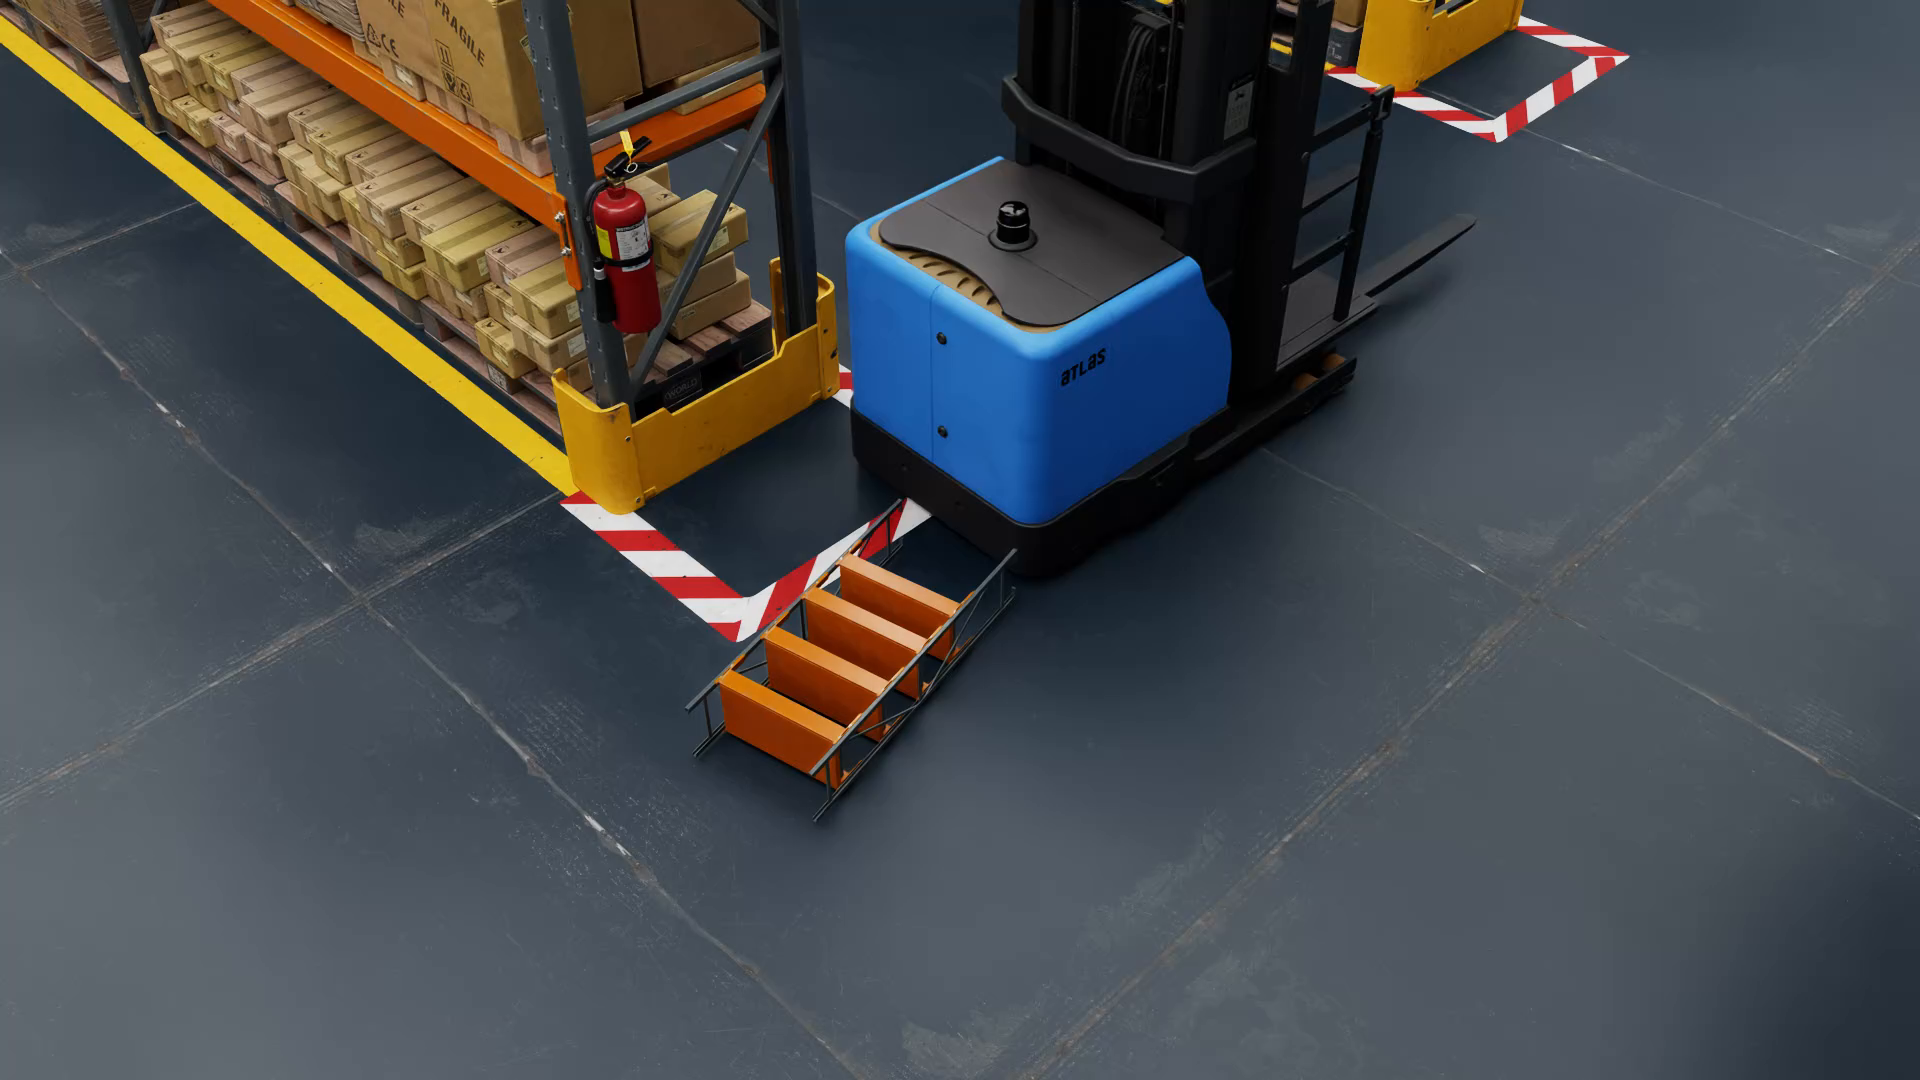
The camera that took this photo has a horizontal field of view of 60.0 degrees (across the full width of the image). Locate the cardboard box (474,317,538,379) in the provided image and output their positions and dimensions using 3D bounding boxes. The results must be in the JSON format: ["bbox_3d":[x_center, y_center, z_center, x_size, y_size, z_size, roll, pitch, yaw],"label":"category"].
[{"bbox_3d":[-1.726,-0.840,6.740,0.380,0.149,0.250,-32,52,-30],"label":"cardboard box"}]

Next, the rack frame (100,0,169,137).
[{"bbox_3d":[-3.779,-3.427,7.748,1.000,3.000,0.127,-34,53,-31],"label":"rack frame"}]

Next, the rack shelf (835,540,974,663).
[{"bbox_3d":[-0.192,0.220,5.796,0.480,0.258,0.148,24,48,24],"label":"rack shelf"}]

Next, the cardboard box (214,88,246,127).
[{"bbox_3d":[-3.309,-2.137,7.925,0.250,0.149,0.380,34,52,31],"label":"cardboard box"}]

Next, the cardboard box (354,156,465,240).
[{"bbox_3d":[-2.284,-1.432,6.943,0.380,0.149,0.250,-32,52,-30],"label":"cardboard box"}]

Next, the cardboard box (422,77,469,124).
[{"bbox_3d":[-1.721,-1.684,6.048,0.250,0.149,0.380,34,52,31],"label":"cardboard box"}]

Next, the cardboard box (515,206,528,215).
[{"bbox_3d":[-1.890,-1.587,7.329,0.250,0.149,0.380,32,51,30],"label":"cardboard box"}]

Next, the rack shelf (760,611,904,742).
[{"bbox_3d":[-0.421,0.460,5.535,0.480,0.258,0.148,24,48,24],"label":"rack shelf"}]

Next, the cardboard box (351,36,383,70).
[{"bbox_3d":[-2.083,-1.937,6.321,0.250,0.149,0.380,32,51,30],"label":"cardboard box"}]

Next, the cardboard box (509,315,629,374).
[{"bbox_3d":[-1.529,-0.838,6.519,0.250,0.149,0.380,33,52,30],"label":"cardboard box"}]

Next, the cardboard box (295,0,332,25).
[{"bbox_3d":[-2.430,-2.214,6.621,0.380,0.149,0.250,-33,52,-31],"label":"cardboard box"}]

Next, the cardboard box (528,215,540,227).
[{"bbox_3d":[-1.871,-1.472,7.424,0.380,0.149,0.250,-34,52,-31],"label":"cardboard box"}]

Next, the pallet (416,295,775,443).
[{"bbox_3d":[-1.556,-0.924,7.095,1.003,0.211,1.213,-34,53,-31],"label":"pallet"}]

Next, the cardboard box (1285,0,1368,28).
[{"bbox_3d":[2.121,-3.476,9.058,0.875,0.875,0.875,-34,53,-31],"label":"cardboard box"}]

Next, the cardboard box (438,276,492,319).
[{"bbox_3d":[-1.897,-1.087,6.788,0.250,0.149,0.380,32,52,30],"label":"cardboard box"}]

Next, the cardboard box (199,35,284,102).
[{"bbox_3d":[-3.316,-2.229,7.805,0.250,0.149,0.380,33,52,31],"label":"cardboard box"}]

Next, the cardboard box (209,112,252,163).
[{"bbox_3d":[-3.349,-1.983,7.976,0.250,0.149,0.380,34,52,31],"label":"cardboard box"}]

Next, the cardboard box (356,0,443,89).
[{"bbox_3d":[-1.813,-1.993,5.904,0.500,0.500,0.500,33,52,31],"label":"cardboard box"}]

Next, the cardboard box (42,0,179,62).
[{"bbox_3d":[-4.480,-2.898,8.708,0.500,0.500,0.500,33,52,31],"label":"cardboard box"}]

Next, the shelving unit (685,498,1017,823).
[{"bbox_3d":[-0.336,0.371,5.632,0.503,0.258,1.200,24,48,24],"label":"shelving unit"}]

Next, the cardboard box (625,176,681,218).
[{"bbox_3d":[-1.363,-1.320,6.821,0.380,0.149,0.250,-33,52,-31],"label":"cardboard box"}]

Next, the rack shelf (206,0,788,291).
[{"bbox_3d":[-2.366,-2.201,6.952,1.077,0.370,4.000,-34,53,-31],"label":"rack shelf"}]

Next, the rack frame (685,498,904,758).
[{"bbox_3d":[-0.541,0.281,5.729,0.015,0.240,1.200,24,48,24],"label":"rack frame"}]

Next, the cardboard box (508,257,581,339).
[{"bbox_3d":[-1.507,-0.963,6.435,0.380,0.149,0.250,-33,52,-31],"label":"cardboard box"}]

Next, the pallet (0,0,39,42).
[{"bbox_3d":[-5.195,-3.362,9.733,1.003,0.211,1.213,-34,53,-31],"label":"pallet"}]

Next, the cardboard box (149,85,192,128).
[{"bbox_3d":[-3.749,-2.205,8.217,0.250,0.149,0.380,32,51,30],"label":"cardboard box"}]

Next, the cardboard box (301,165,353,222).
[{"bbox_3d":[-2.654,-1.581,7.322,0.380,0.149,0.250,-34,52,-31],"label":"cardboard box"}]

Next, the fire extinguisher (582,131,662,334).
[{"bbox_3d":[-1.103,-0.997,5.451,0.296,0.674,0.183,-34,53,-31],"label":"fire extinguisher"}]

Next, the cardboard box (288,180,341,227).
[{"bbox_3d":[-2.804,-1.601,7.563,0.250,0.149,0.380,33,52,30],"label":"cardboard box"}]

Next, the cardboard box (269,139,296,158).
[{"bbox_3d":[-2.943,-1.863,7.628,0.380,0.149,0.250,-32,51,-30],"label":"cardboard box"}]

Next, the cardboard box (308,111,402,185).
[{"bbox_3d":[-2.596,-1.724,7.259,0.380,0.149,0.250,-34,52,-31],"label":"cardboard box"}]

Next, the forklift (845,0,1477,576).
[{"bbox_3d":[0.997,-1.824,6.065,3.031,2.935,1.130,-32,52,-30],"label":"forklift"}]

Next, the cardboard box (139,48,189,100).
[{"bbox_3d":[-3.749,-2.316,8.118,0.380,0.149,0.250,-32,51,-30],"label":"cardboard box"}]

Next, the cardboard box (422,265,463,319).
[{"bbox_3d":[-2.036,-1.121,7.044,0.380,0.149,0.250,-34,52,-31],"label":"cardboard box"}]

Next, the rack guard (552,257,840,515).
[{"bbox_3d":[-1.007,-0.623,6.556,1.175,0.500,0.348,-34,53,-31],"label":"rack guard"}]

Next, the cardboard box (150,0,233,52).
[{"bbox_3d":[-3.682,-2.488,8.085,0.380,0.149,0.250,-32,51,-30],"label":"cardboard box"}]

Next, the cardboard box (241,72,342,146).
[{"bbox_3d":[-2.994,-1.953,7.506,0.380,0.149,0.250,-33,52,-30],"label":"cardboard box"}]

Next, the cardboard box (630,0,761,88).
[{"bbox_3d":[-1.075,-1.999,5.910,0.500,0.500,0.500,-32,51,-30],"label":"cardboard box"}]

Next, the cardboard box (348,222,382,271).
[{"bbox_3d":[-2.439,-1.354,7.296,0.380,0.149,0.250,-33,52,-31],"label":"cardboard box"}]

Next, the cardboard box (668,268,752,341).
[{"bbox_3d":[-1.097,-1.017,6.932,0.380,0.149,0.250,-33,52,-31],"label":"cardboard box"}]

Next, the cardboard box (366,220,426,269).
[{"bbox_3d":[-2.272,-1.329,7.051,0.380,0.149,0.250,-33,52,-31],"label":"cardboard box"}]

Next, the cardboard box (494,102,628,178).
[{"bbox_3d":[-1.384,-1.434,5.776,0.380,0.149,0.250,-34,53,-31],"label":"cardboard box"}]

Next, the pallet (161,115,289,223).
[{"bbox_3d":[-3.279,-2.097,8.364,1.003,0.211,1.213,-34,53,-31],"label":"pallet"}]

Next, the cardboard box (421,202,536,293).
[{"bbox_3d":[-1.917,-1.175,6.664,0.250,0.149,0.380,33,52,31],"label":"cardboard box"}]
